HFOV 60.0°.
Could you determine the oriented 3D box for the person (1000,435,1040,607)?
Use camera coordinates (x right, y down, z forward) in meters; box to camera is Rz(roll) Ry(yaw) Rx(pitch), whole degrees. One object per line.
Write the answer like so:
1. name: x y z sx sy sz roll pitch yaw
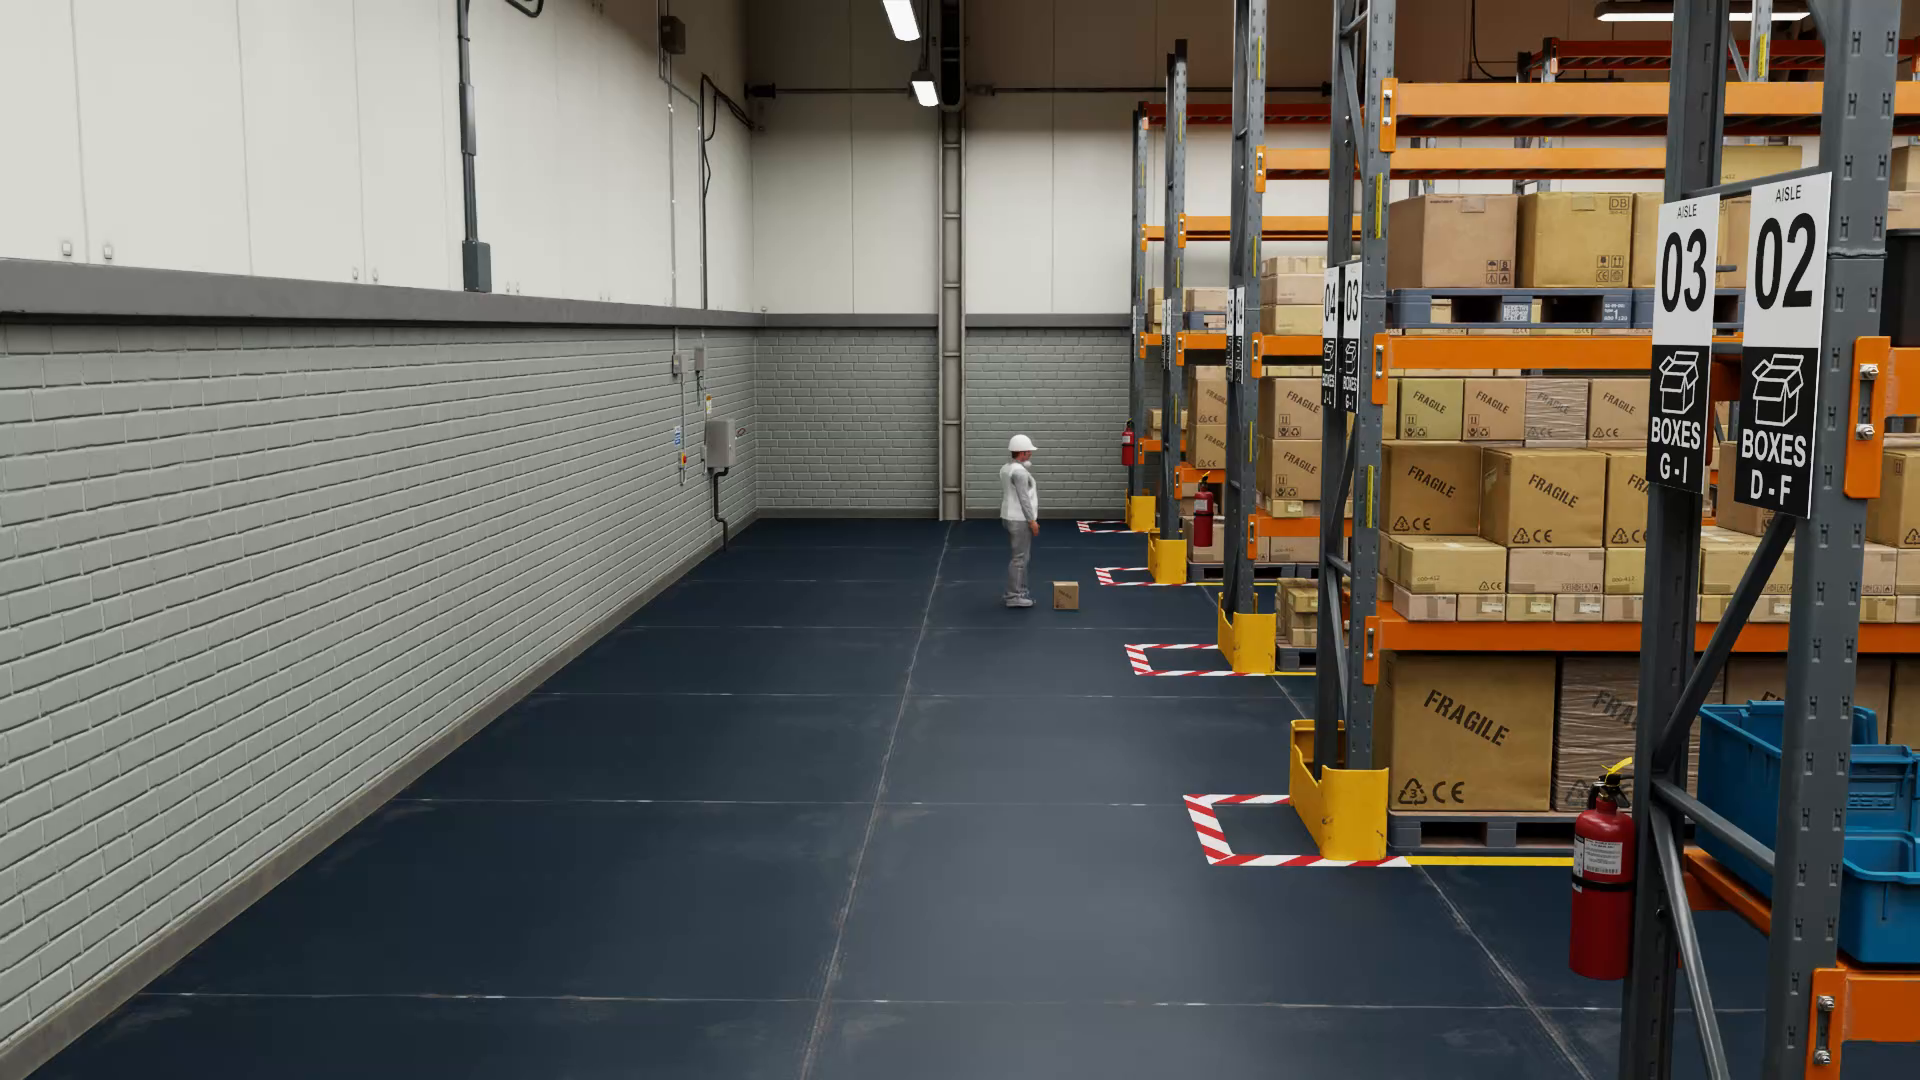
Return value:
1. person: 0.647 -0.170 17.137 0.447 1.834 0.558 -2 7 -14
